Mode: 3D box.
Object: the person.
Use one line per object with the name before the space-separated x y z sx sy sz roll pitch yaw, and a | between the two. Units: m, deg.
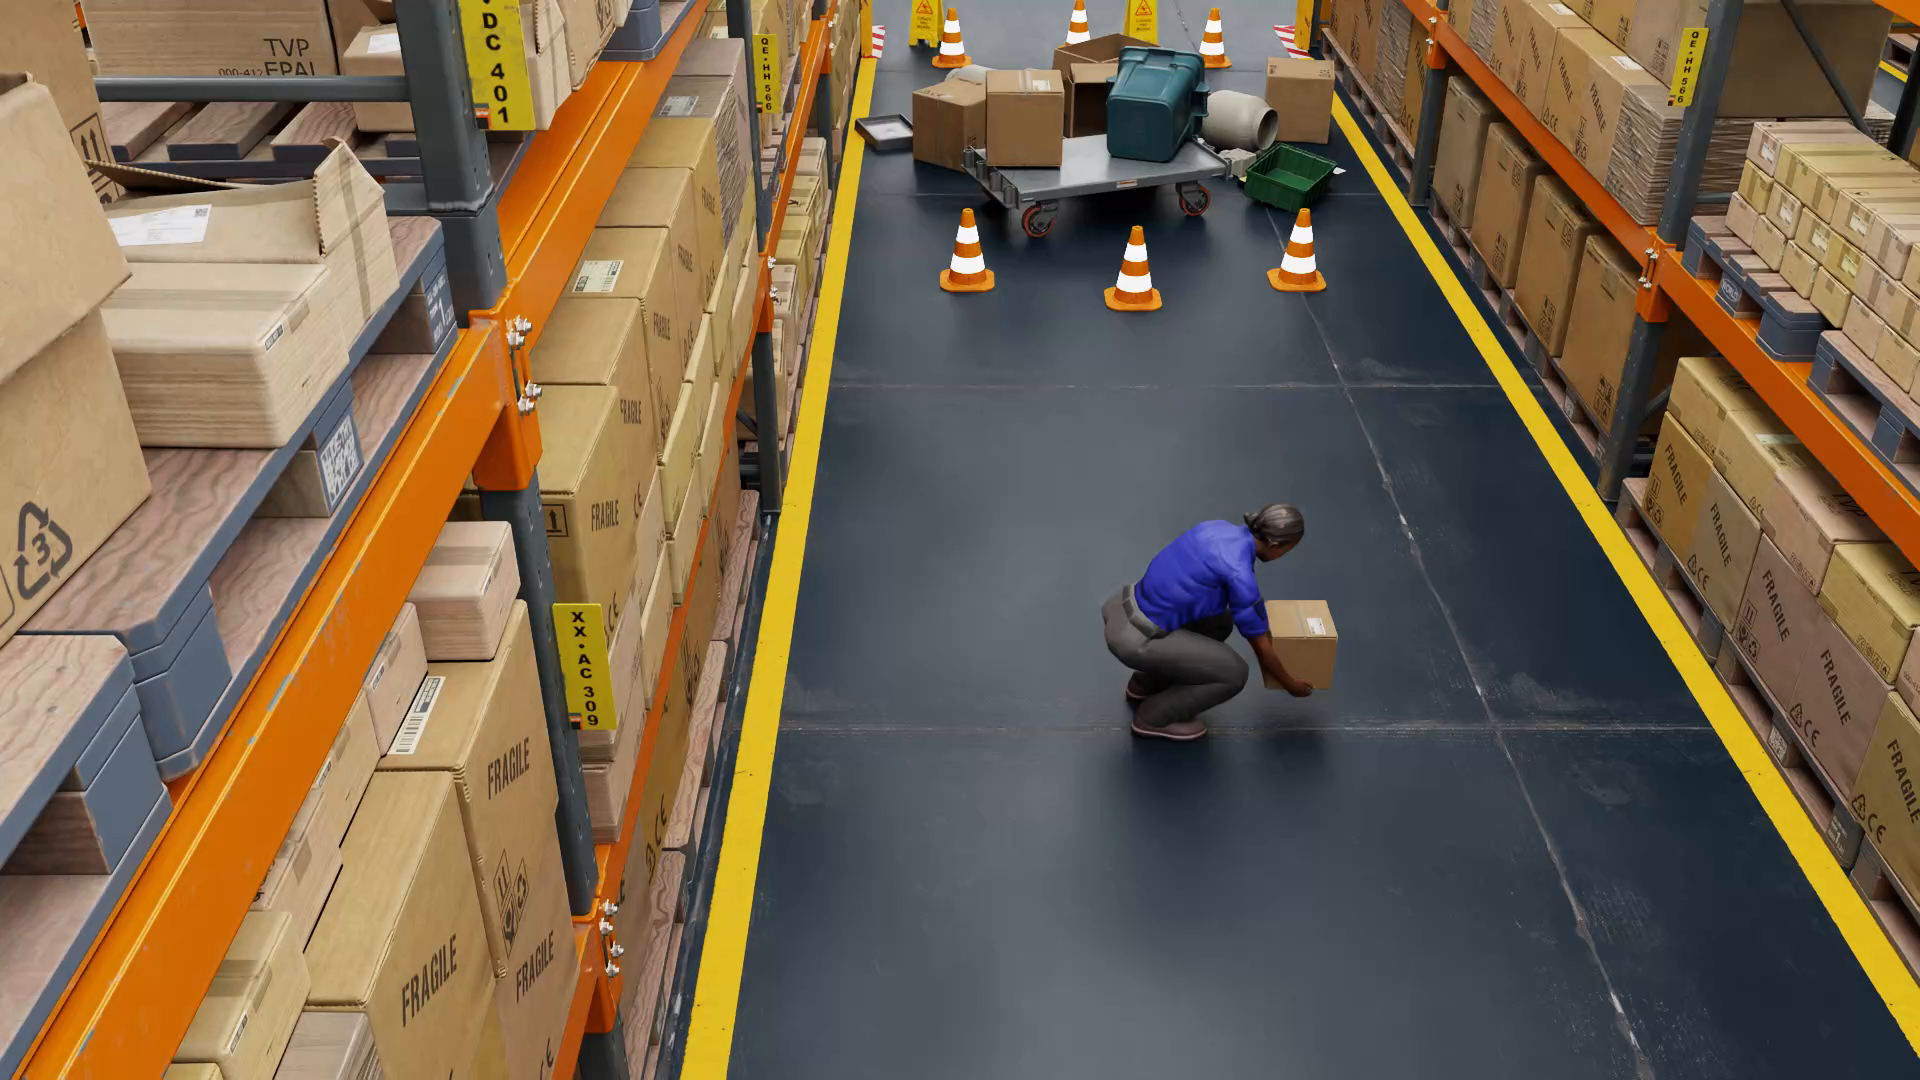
person | 0.954 0.289 6.383 0.825 0.922 0.496 0 32 0
